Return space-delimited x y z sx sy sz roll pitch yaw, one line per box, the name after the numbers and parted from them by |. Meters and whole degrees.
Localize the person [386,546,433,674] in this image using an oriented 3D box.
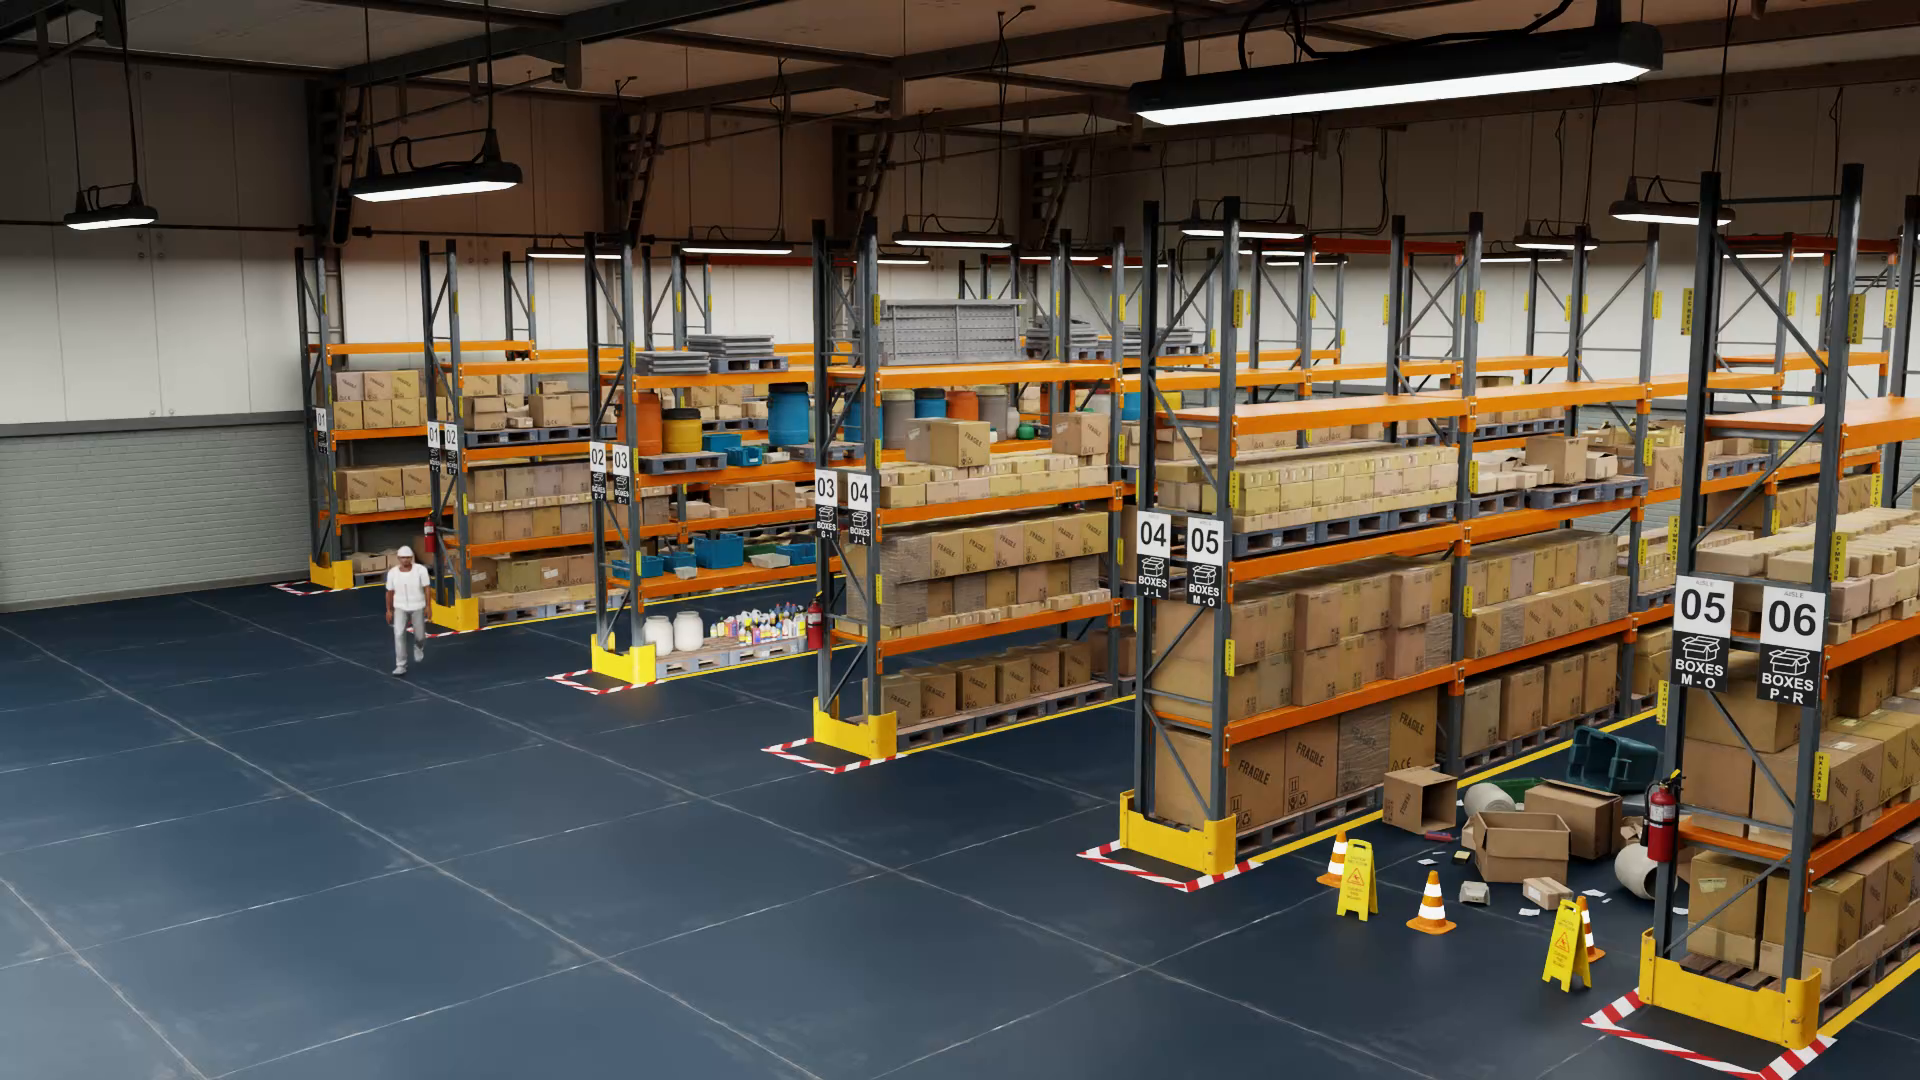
-7.614 0.938 22.972 0.634 1.744 0.853 -1 8 -8 | person

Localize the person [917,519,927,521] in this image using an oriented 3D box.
-0.669 0.027 29.577 0.445 1.611 1.082 8 12 43 | person
